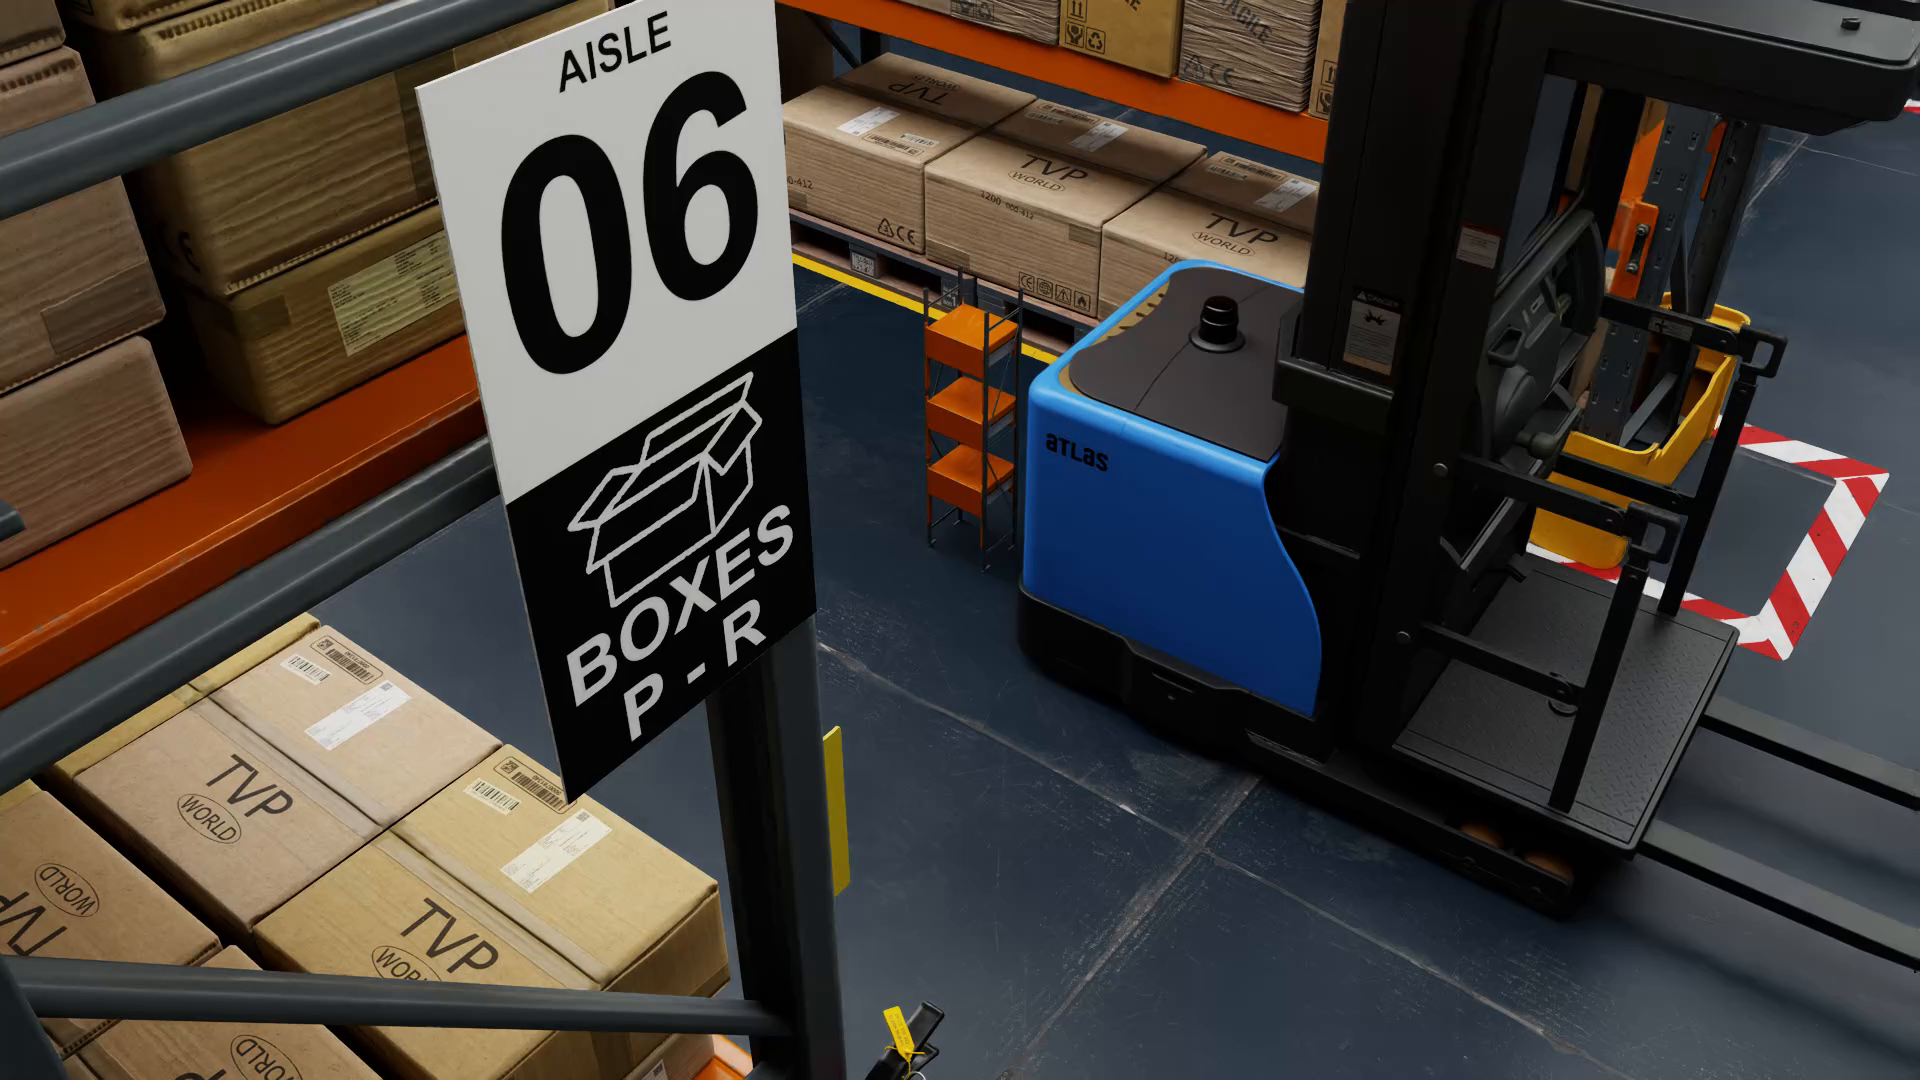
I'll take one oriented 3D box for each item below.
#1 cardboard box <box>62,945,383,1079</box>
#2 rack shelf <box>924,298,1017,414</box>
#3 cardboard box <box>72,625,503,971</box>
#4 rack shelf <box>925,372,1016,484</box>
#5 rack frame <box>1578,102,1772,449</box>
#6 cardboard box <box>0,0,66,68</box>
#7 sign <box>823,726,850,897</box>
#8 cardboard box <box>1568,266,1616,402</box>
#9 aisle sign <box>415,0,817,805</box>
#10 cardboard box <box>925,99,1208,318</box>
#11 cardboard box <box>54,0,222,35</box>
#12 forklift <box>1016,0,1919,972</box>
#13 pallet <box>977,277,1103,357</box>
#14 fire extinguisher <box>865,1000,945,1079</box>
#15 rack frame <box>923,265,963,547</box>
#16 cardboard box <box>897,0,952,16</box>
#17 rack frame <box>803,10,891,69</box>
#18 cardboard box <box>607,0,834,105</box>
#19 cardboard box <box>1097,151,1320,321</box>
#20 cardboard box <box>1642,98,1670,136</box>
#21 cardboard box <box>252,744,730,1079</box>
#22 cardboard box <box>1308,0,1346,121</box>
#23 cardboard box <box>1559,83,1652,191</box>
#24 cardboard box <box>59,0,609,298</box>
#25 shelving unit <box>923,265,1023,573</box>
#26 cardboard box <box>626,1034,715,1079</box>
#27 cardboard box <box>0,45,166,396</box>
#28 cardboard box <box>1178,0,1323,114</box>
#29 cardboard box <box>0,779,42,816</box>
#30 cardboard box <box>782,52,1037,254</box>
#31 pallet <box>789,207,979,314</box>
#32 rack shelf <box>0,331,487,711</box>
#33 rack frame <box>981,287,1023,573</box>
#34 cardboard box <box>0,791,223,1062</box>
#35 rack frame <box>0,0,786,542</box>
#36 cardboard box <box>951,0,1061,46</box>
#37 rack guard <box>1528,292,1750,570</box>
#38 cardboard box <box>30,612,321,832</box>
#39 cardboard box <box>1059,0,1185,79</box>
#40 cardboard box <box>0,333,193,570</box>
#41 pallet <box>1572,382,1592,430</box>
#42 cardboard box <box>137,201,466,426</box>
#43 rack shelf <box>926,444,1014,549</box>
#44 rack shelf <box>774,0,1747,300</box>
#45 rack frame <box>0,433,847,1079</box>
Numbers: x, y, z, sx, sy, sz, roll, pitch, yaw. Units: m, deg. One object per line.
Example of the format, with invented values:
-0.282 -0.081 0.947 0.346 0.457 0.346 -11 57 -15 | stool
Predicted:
-1.052 0.913 2.285 0.500 0.250 0.500 27 45 30 | cardboard box
0.042 -0.608 5.486 0.240 0.259 0.215 25 45 29 | rack shelf
-1.123 0.465 2.858 0.500 0.250 0.500 26 45 29 | cardboard box
0.042 -0.385 5.661 0.240 0.259 0.215 25 45 29 | rack shelf
2.487 -1.419 5.383 0.127 3.000 1.000 25 45 29 | rack frame
-1.048 -0.452 1.190 0.500 0.250 0.500 24 44 27 | cardboard box
-0.196 0.407 2.349 0.005 0.325 0.100 25 45 29 | sign
1.902 -0.773 6.296 0.875 0.438 0.875 24 44 27 | cardboard box
-0.293 -0.129 1.626 0.004 0.787 0.394 25 45 29 | aisle sign
0.455 -1.451 7.161 0.875 0.438 0.875 24 44 27 | cardboard box
-0.725 -0.712 1.522 0.500 0.250 0.500 25 44 28 | cardboard box
1.687 -0.493 4.256 3.031 2.935 1.130 23 44 27 | forklift
0.840 -1.039 7.160 1.213 0.211 1.003 25 45 29 | pallet
-0.128 1.019 2.634 0.183 0.674 0.296 25 45 29 | fire extinguisher
-0.054 -0.439 5.713 0.008 1.050 0.200 25 45 29 | rack frame
-0.079 -2.462 6.634 0.500 0.500 0.500 26 45 29 | cardboard box
-0.690 -2.917 7.296 0.127 3.000 1.000 25 45 29 | rack frame
-1.231 -2.438 8.068 0.875 0.875 0.875 27 45 30 | cardboard box
1.170 -1.112 6.729 0.875 0.438 0.875 27 45 30 | cardboard box
2.281 -1.778 5.761 0.500 0.500 0.500 25 44 28 | cardboard box
-0.722 0.653 2.617 0.500 0.250 0.500 25 45 29 | cardboard box
1.554 -1.704 5.667 0.500 0.500 0.500 24 44 28 | cardboard box
1.943 -1.509 5.417 0.500 0.500 0.500 26 45 29 | cardboard box
-0.712 -0.526 1.690 0.500 0.250 0.500 25 44 28 | cardboard box
0.042 -0.393 5.655 0.252 1.050 0.215 25 45 29 | shelving unit
-0.620 0.855 2.683 0.250 0.149 0.380 25 44 28 | cardboard box
-1.044 -0.259 1.349 0.500 0.250 0.500 24 44 28 | cardboard box
1.139 -1.892 5.906 0.500 0.500 0.500 27 45 30 | cardboard box
-1.851 0.531 2.772 0.500 0.250 0.500 27 45 30 | cardboard box
-0.256 -1.785 7.589 0.875 0.438 0.875 25 44 28 | cardboard box
-0.133 -1.496 7.743 1.213 0.211 1.003 25 45 29 | pallet
-2.114 -0.634 2.530 4.000 0.370 1.077 25 45 29 | rack shelf
0.139 -0.348 5.596 0.008 1.050 0.200 25 45 29 | rack frame
-1.461 0.719 2.533 0.500 0.250 0.500 25 45 29 | cardboard box
-0.525 -1.349 0.427 0.127 3.000 1.000 25 45 29 | rack frame
0.312 -2.272 6.392 0.500 0.500 0.500 26 45 29 | cardboard box
2.506 -0.425 6.142 0.348 0.500 1.175 25 45 29 | rack guard
-1.527 0.276 3.098 0.500 0.250 0.500 24 44 28 | cardboard box
0.721 -2.079 6.145 0.500 0.500 0.500 27 45 30 | cardboard box
-0.920 -0.075 1.438 0.250 0.149 0.380 27 45 30 | cardboard box
1.805 -0.582 6.576 1.213 0.211 1.003 25 45 29 | pallet
-0.637 -0.302 1.727 0.250 0.149 0.380 26 45 29 | cardboard box
0.043 -0.166 5.833 0.240 0.259 0.215 25 45 29 | rack shelf
0.899 -1.884 6.561 4.000 0.370 1.077 25 45 29 | rack shelf
-0.525 1.013 2.277 0.127 3.000 1.000 25 45 29 | rack frame
